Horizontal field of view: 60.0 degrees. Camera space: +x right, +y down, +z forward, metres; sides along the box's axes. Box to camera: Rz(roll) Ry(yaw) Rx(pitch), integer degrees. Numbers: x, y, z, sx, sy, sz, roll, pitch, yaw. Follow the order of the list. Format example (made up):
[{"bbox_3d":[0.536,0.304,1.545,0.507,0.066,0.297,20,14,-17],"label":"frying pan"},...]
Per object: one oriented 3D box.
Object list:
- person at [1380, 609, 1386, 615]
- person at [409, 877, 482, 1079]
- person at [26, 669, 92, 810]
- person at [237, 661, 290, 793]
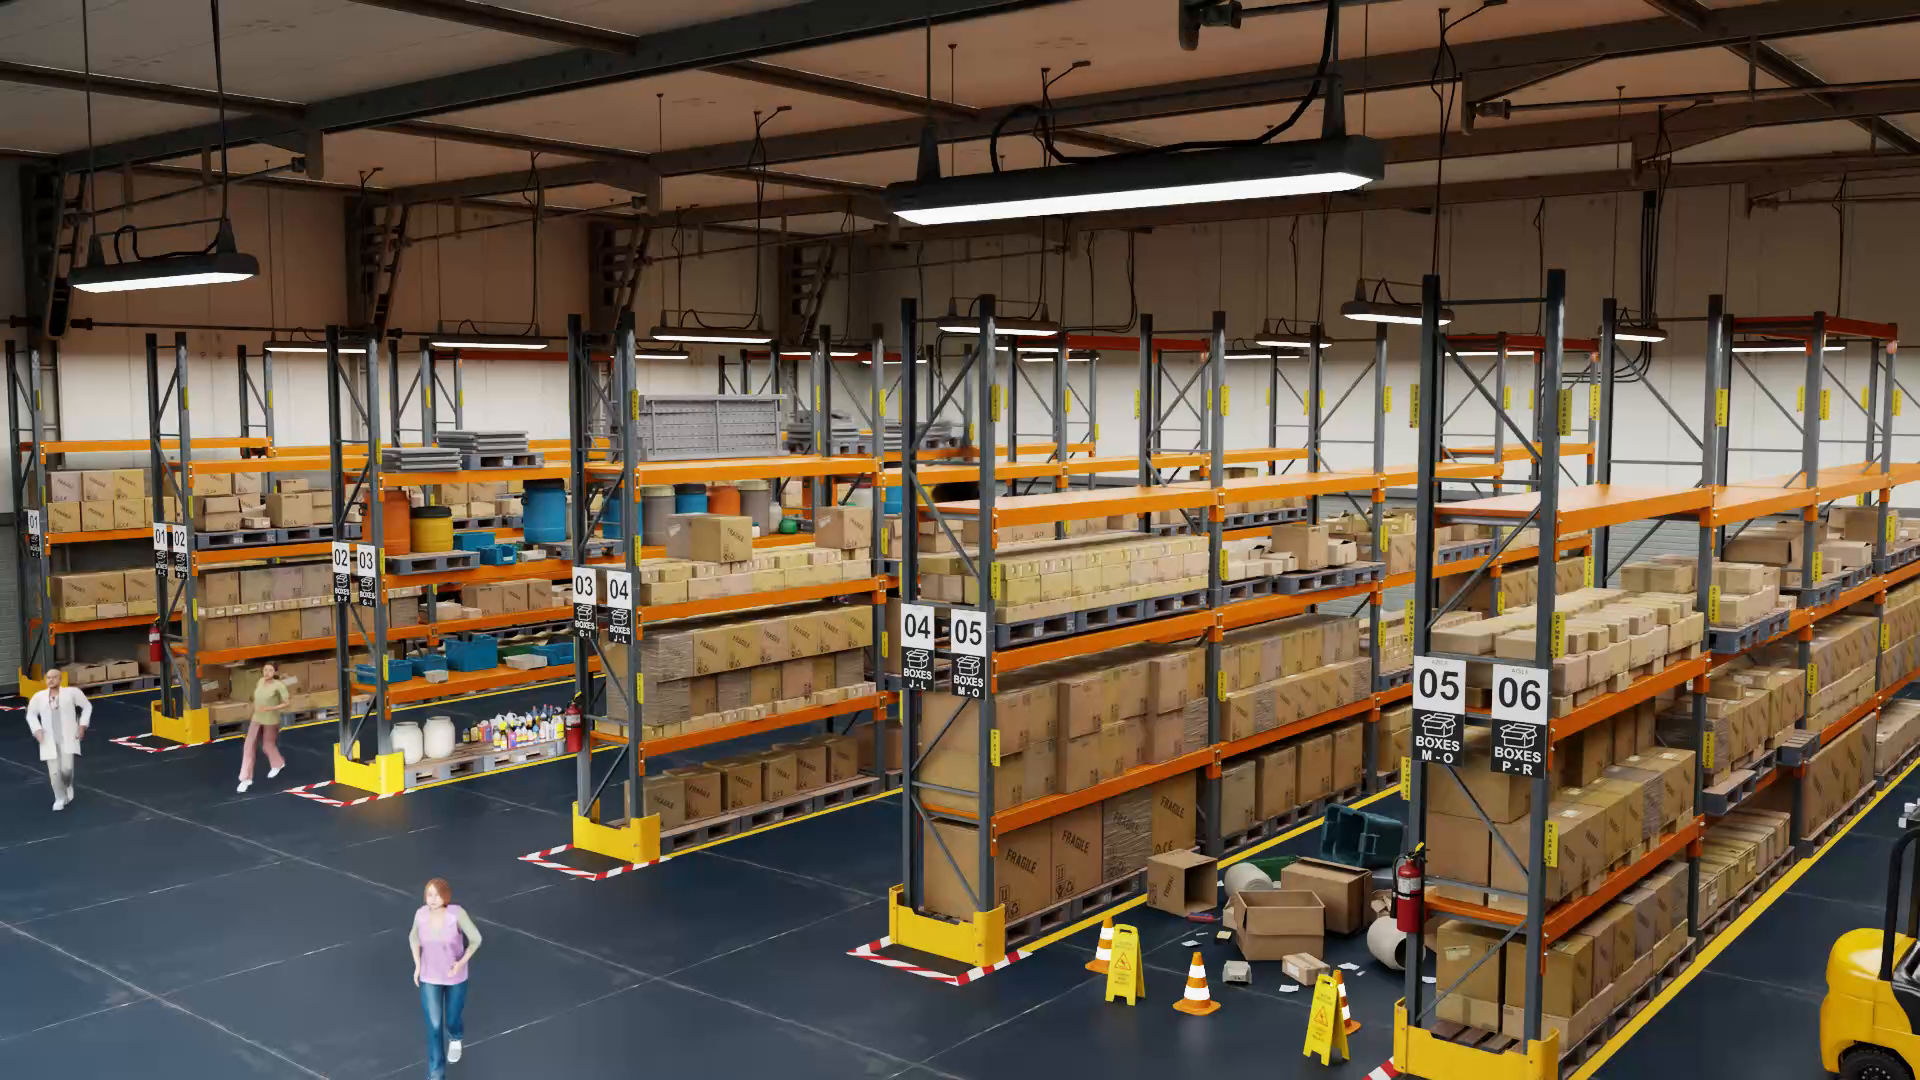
[{"bbox_3d":[6.569,1.950,26.124,0.668,1.767,0.679,4,7,38],"label":"person"},{"bbox_3d":[-3.812,3.258,12.340,0.536,1.612,0.775,-1,5,-9],"label":"person"},{"bbox_3d":[-11.132,2.458,20.542,0.717,1.740,0.571,-2,5,-20],"label":"person"},{"bbox_3d":[-9.003,2.384,21.696,0.594,1.659,0.931,1,5,8],"label":"person"}]
